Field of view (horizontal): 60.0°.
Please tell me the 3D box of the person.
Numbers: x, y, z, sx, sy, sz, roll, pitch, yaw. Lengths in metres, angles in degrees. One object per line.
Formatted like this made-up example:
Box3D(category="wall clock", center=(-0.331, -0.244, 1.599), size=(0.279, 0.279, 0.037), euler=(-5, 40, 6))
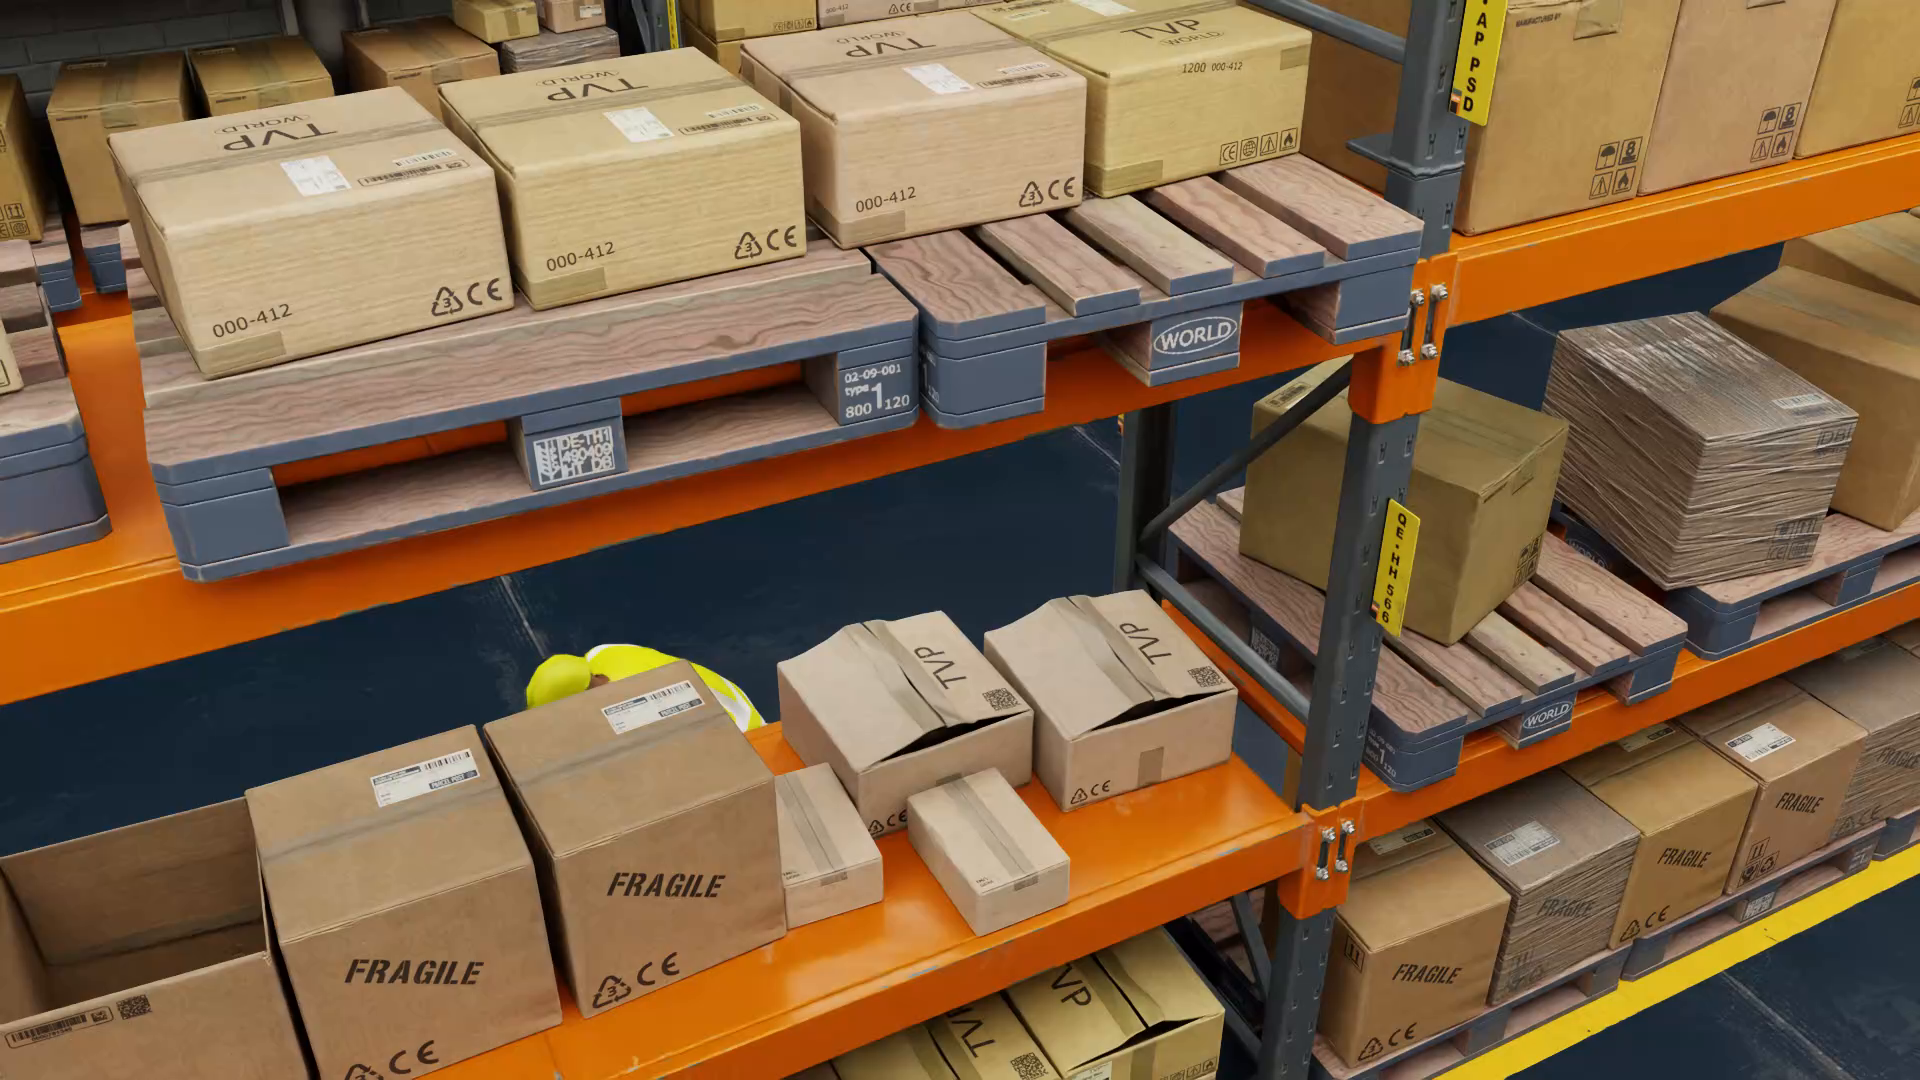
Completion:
Box3D(category="person", center=(-1.077, 0.715, 5.725), size=(0.862, 0.999, 0.593), euler=(-16, 36, -23))
